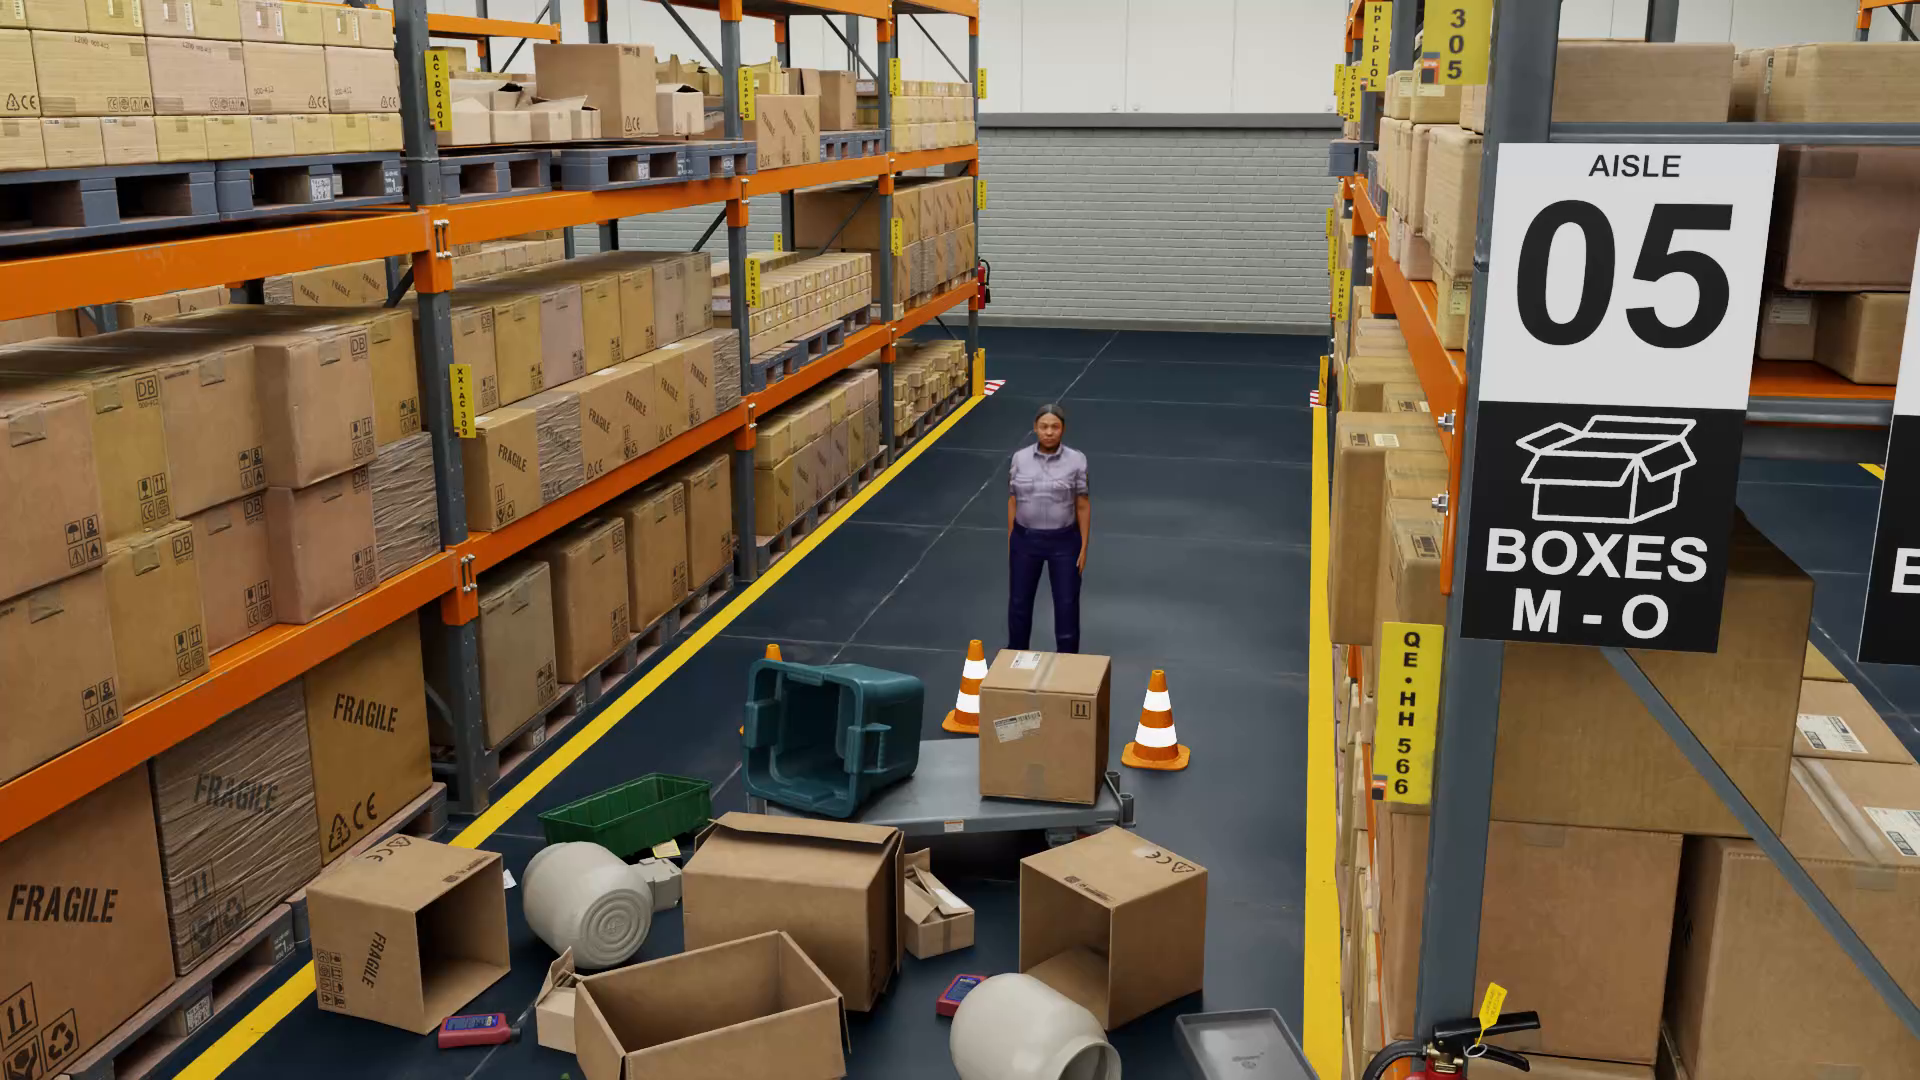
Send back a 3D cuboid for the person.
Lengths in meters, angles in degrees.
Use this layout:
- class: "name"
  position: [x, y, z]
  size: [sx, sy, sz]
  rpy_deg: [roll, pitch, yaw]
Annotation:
- class: "person"
  position: [0.490, 0.072, 9.349]
  size: [0.475, 1.684, 0.372]
  rpy_deg: [2, 15, 9]
